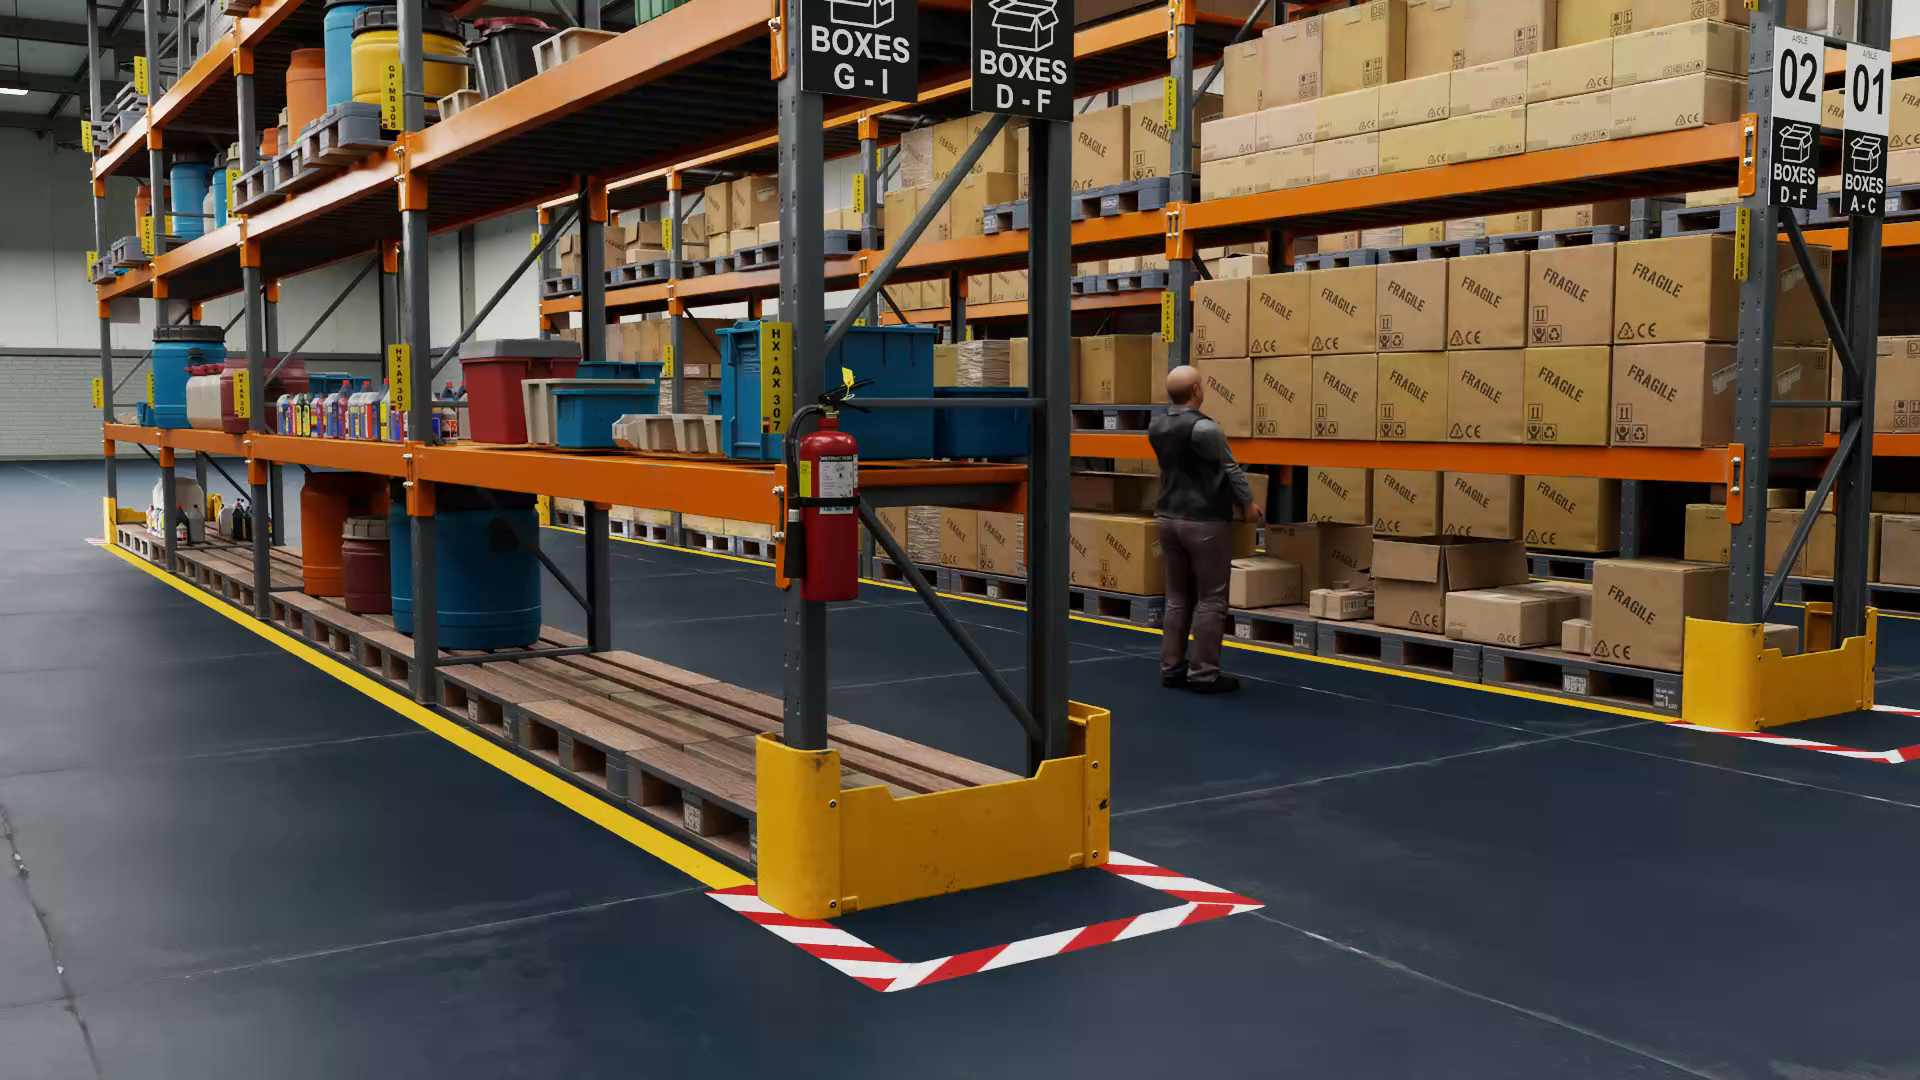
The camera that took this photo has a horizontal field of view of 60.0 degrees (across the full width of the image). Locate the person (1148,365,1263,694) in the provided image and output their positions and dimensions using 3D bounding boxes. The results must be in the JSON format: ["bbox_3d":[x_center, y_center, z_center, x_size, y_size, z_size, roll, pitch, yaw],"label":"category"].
[{"bbox_3d":[1.305,-0.067,8.847,0.551,1.712,0.494,-3,6,-34],"label":"person"}]
